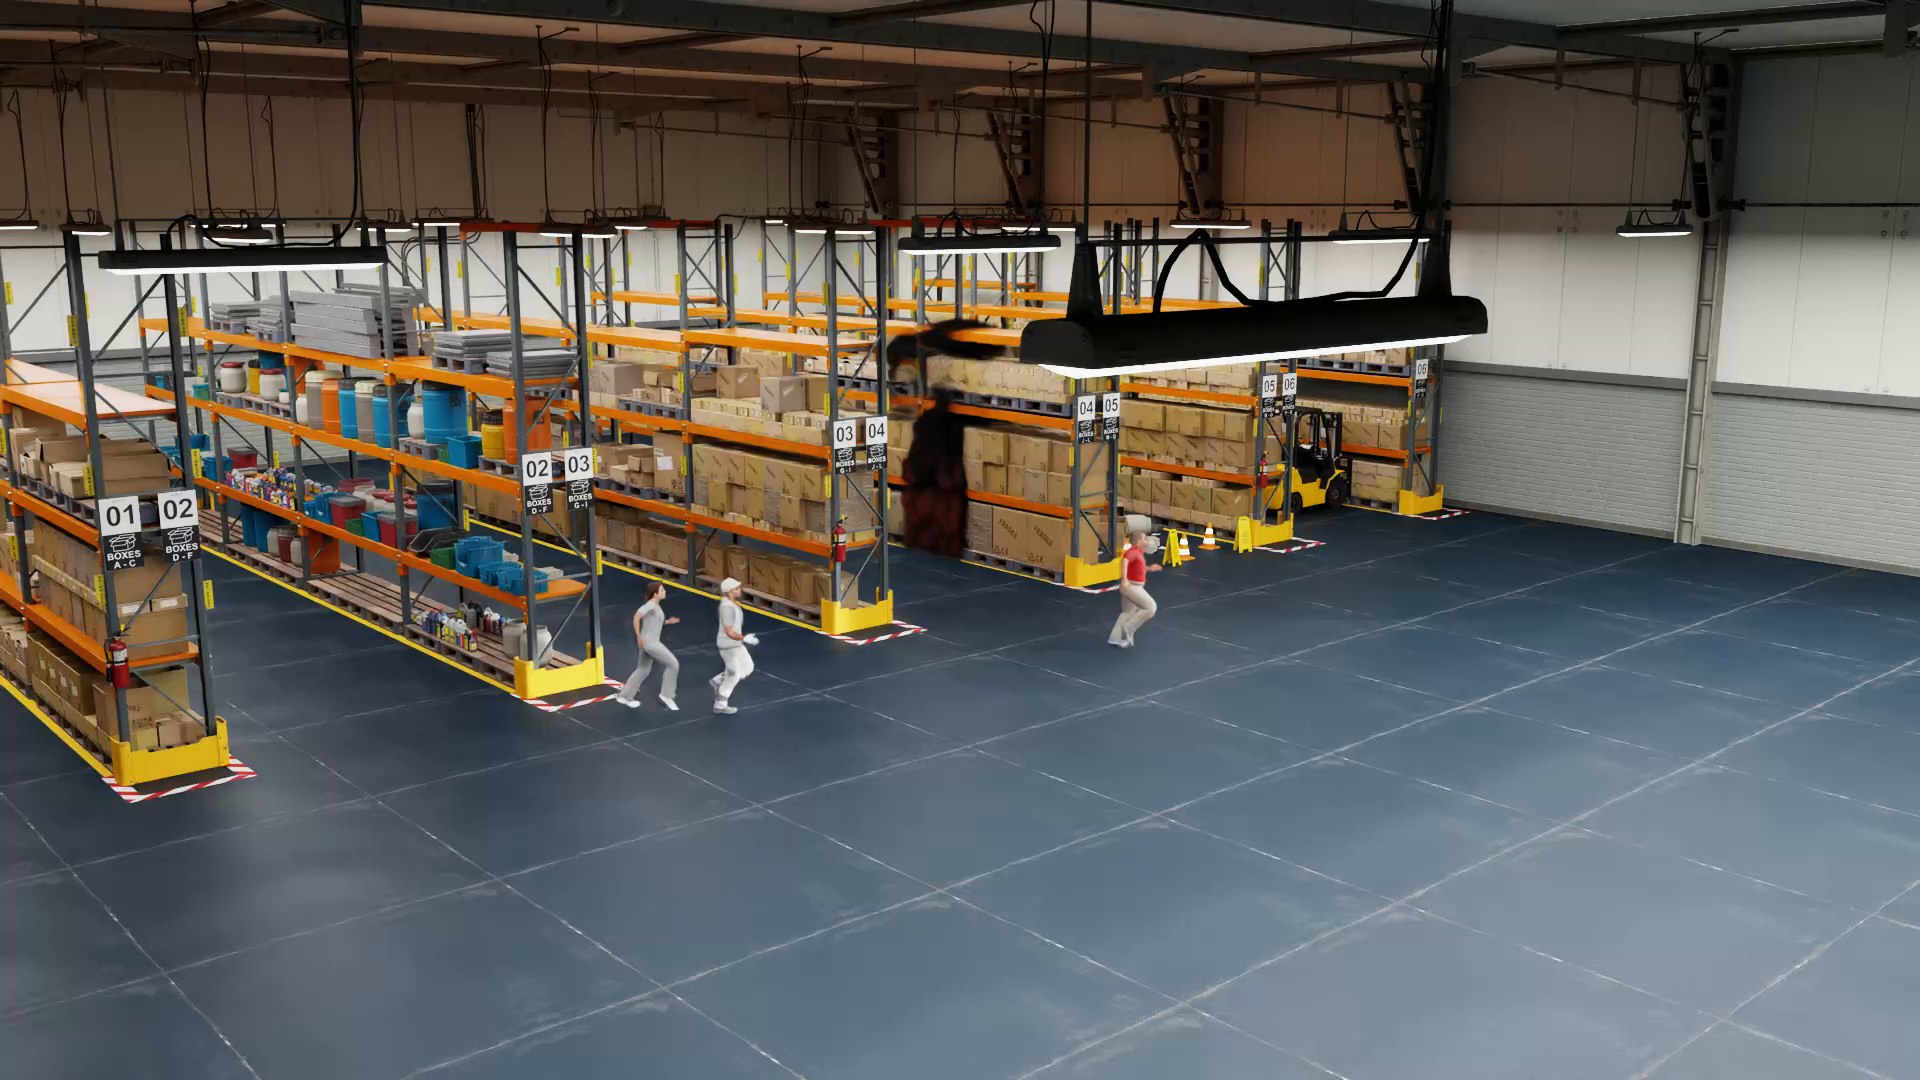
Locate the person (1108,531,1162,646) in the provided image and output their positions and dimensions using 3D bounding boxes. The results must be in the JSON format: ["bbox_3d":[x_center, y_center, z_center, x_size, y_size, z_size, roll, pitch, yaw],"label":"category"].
[{"bbox_3d":[2.540,0.746,24.022,0.775,1.604,0.701,0,11,-2],"label":"person"}]

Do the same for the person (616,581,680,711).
[{"bbox_3d":[-3.938,1.358,20.965,0.833,1.693,0.586,-2,12,-11],"label":"person"}]

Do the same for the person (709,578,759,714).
[{"bbox_3d":[-2.851,1.316,20.951,0.656,1.737,0.699,-1,11,-3],"label":"person"}]
